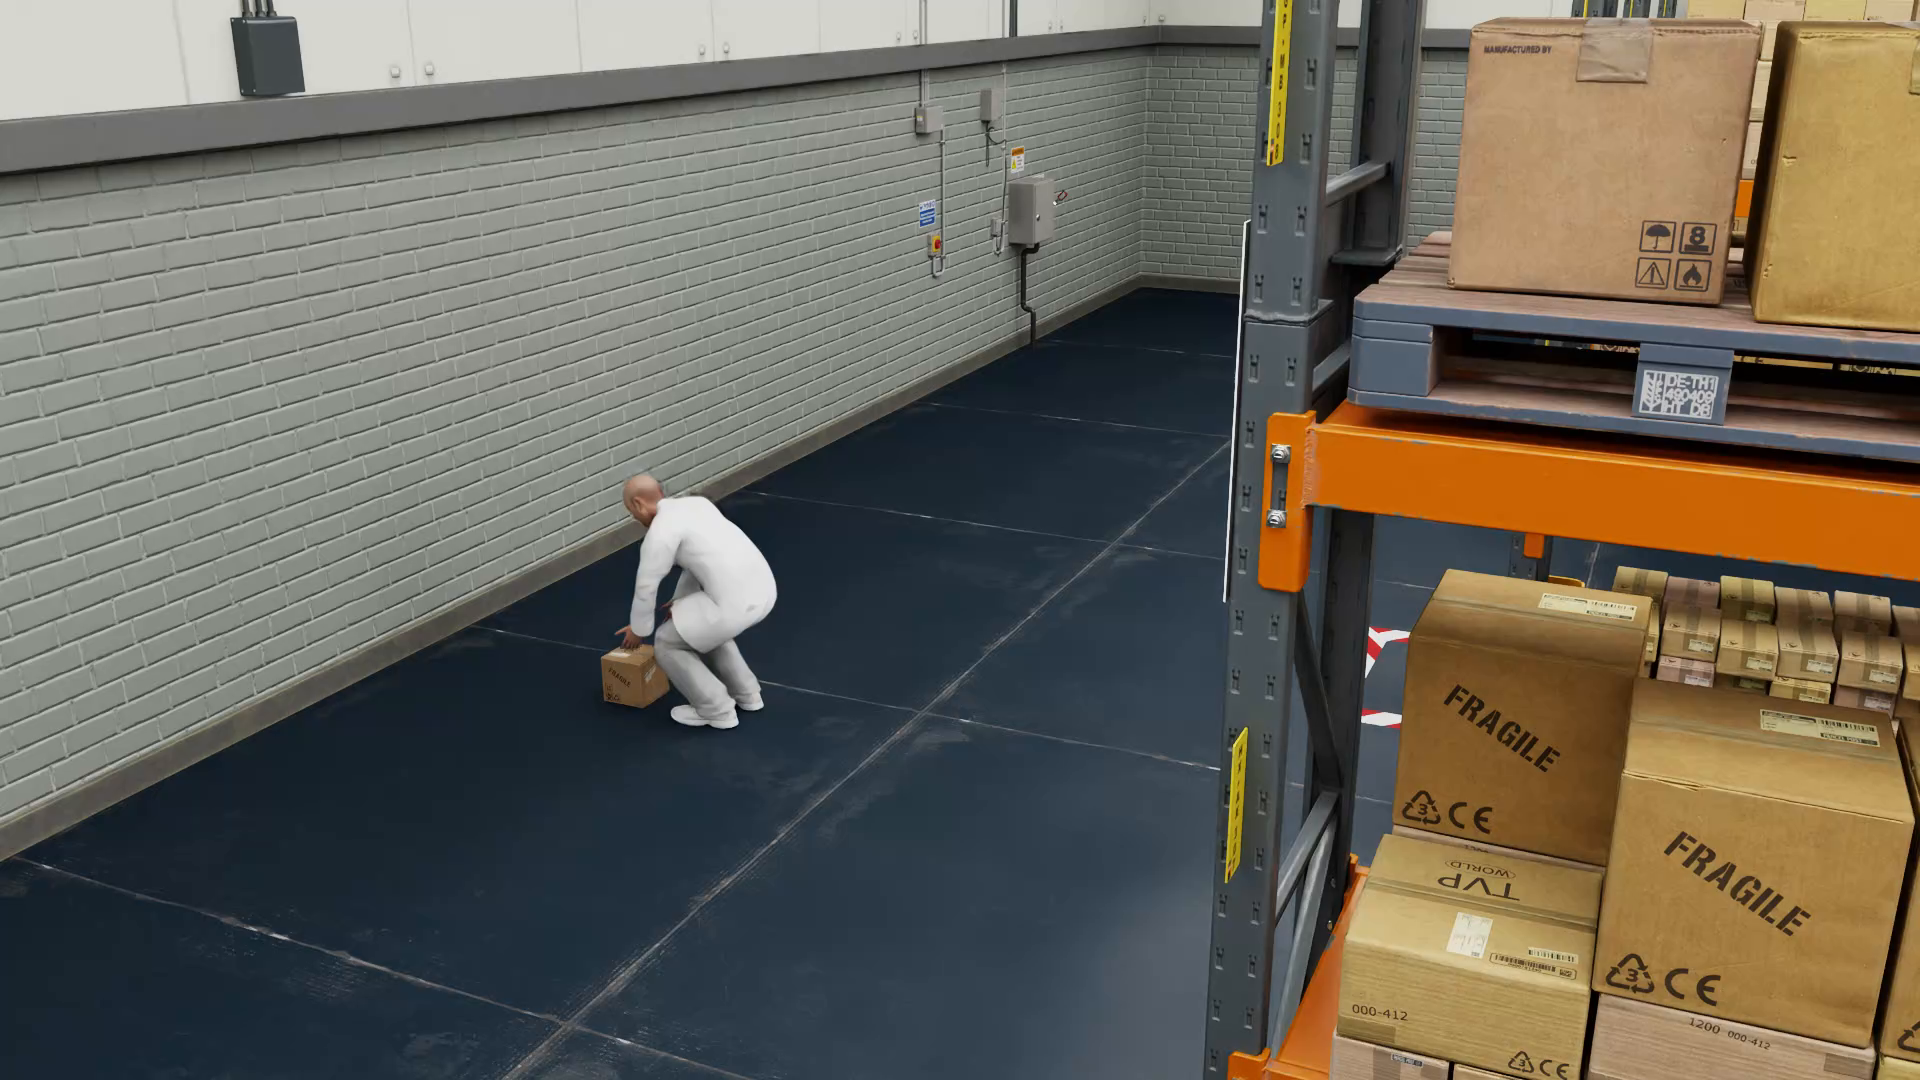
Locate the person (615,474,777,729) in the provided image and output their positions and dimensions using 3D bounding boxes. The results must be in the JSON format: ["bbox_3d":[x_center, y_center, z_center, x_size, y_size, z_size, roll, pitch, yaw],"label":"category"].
[{"bbox_3d":[-1.329,0.313,8.479,0.793,1.256,0.631,8,20,23],"label":"person"}]
